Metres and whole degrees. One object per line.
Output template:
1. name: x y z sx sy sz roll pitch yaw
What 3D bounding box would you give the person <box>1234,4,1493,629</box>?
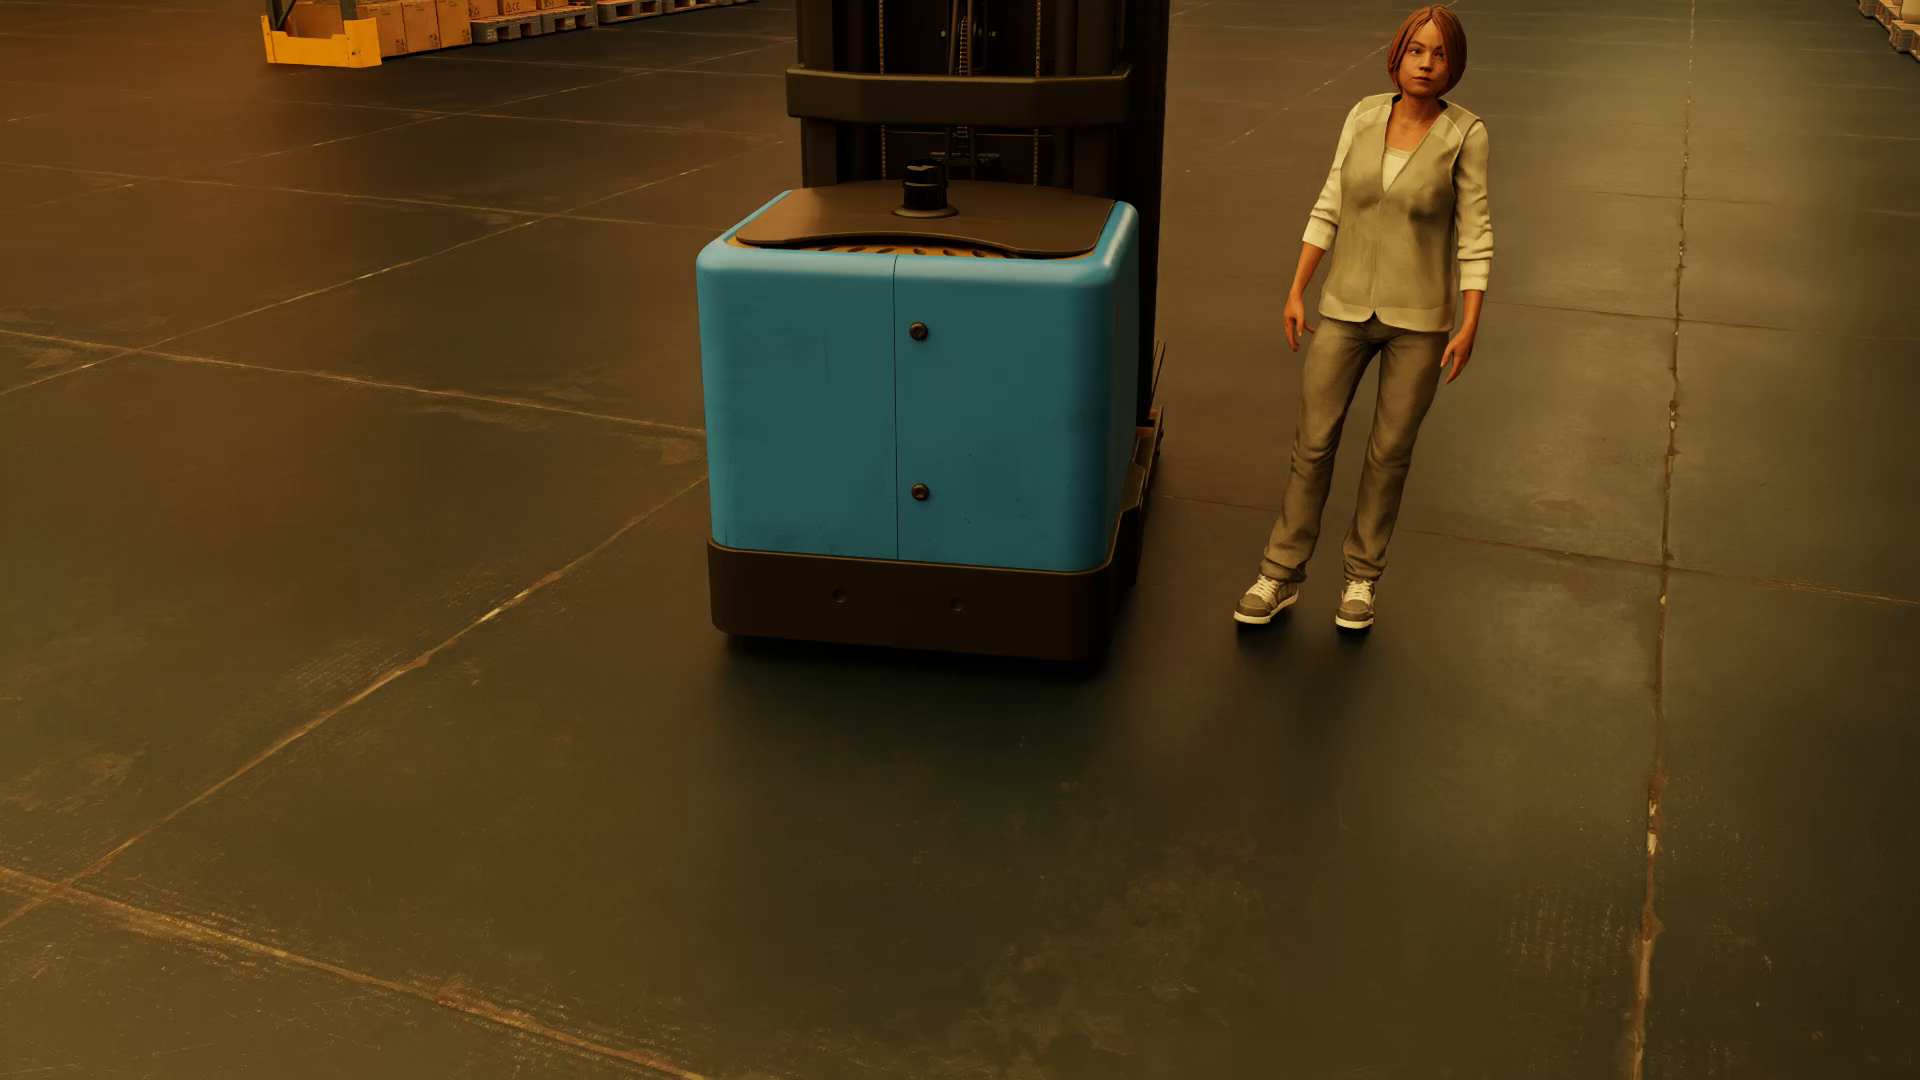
1. person: 1.062 -0.535 4.284 0.520 1.600 0.473 11 25 25

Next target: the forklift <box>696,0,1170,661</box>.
1. forklift: 0.106 -1.584 5.083 1.130 2.935 3.031 4 23 9
